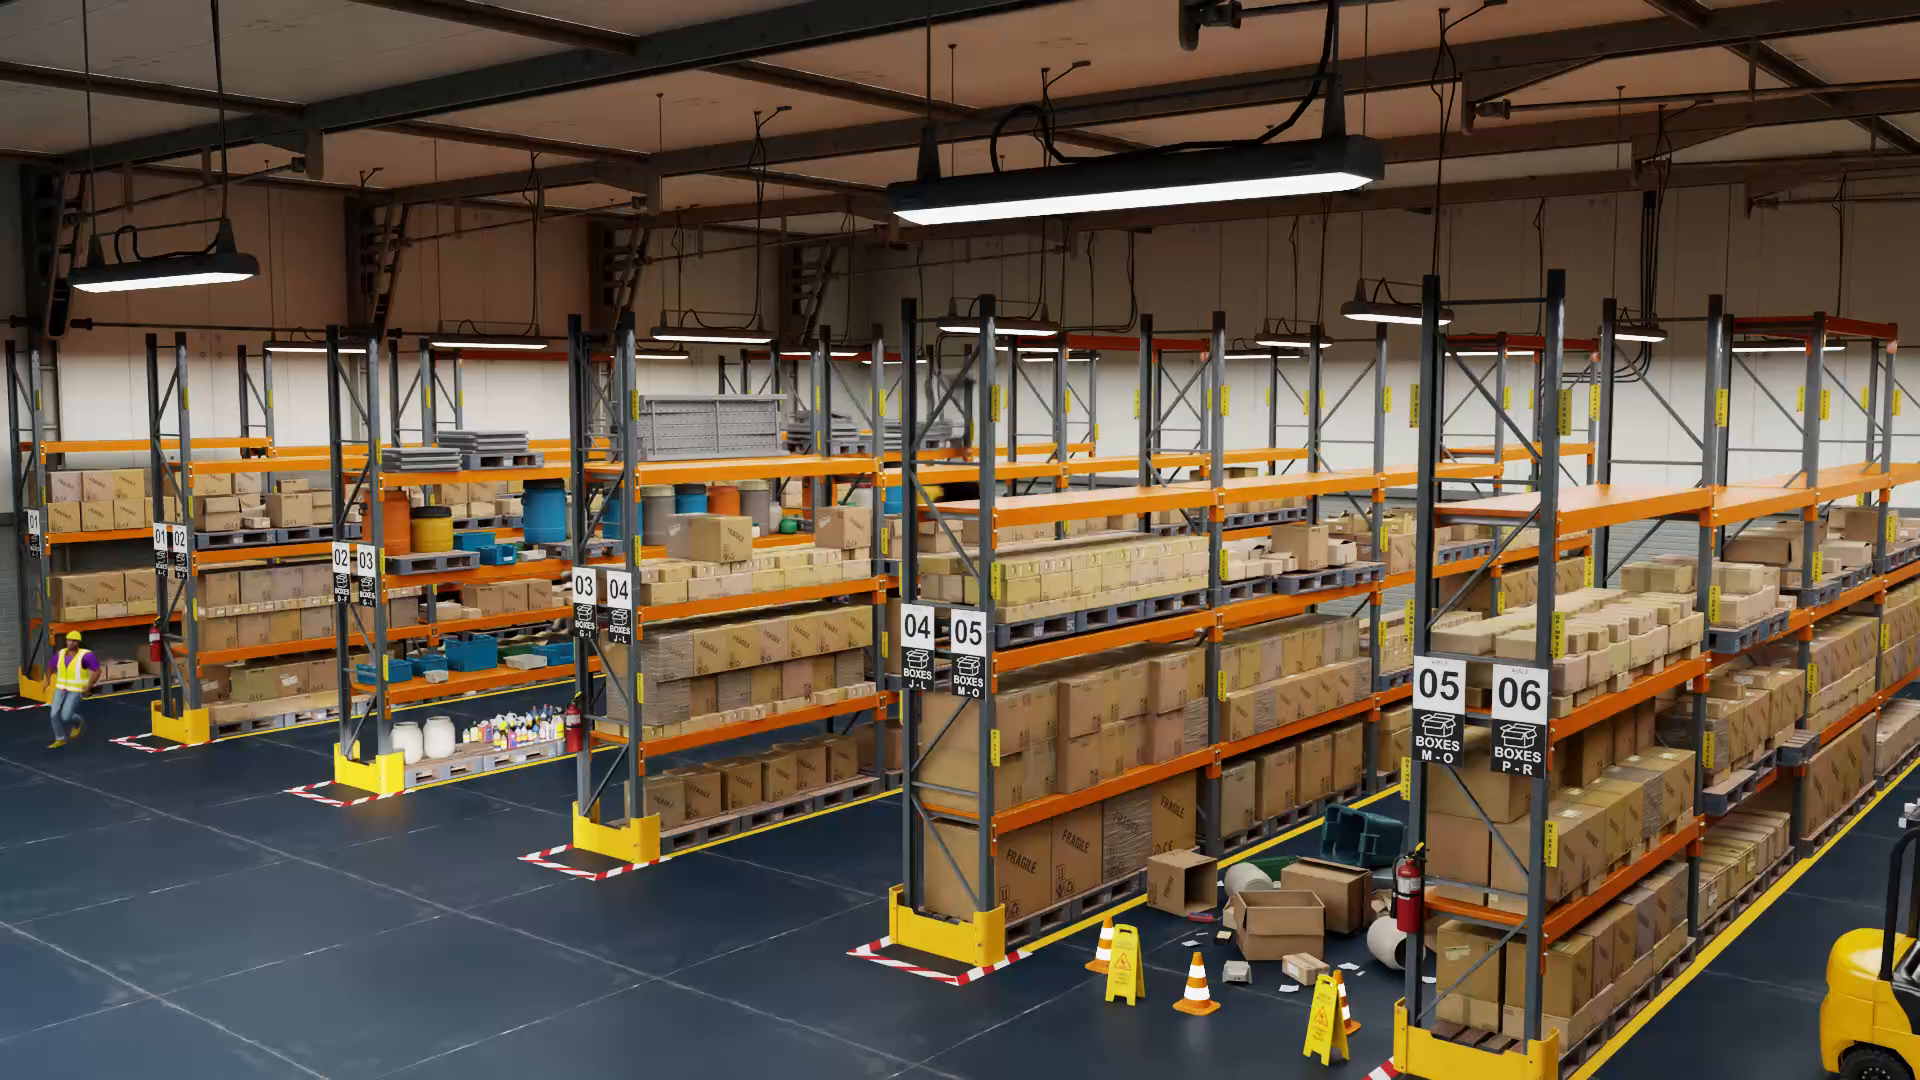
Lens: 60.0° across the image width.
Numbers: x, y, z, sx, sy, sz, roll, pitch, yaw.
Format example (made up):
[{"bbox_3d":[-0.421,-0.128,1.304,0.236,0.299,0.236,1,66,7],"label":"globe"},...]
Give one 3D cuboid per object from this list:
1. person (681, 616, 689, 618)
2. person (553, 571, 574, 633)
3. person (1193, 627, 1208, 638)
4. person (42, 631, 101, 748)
[{"bbox_3d":[-4.825,1.680,29.764,0.570,1.637,0.564,3,6,30],"label":"person"},{"bbox_3d":[-7.702,1.423,32.545,0.581,1.658,0.630,4,7,39],"label":"person"},{"bbox_3d":[3.636,2.093,25.157,0.585,1.656,0.604,3,6,33],"label":"person"},{"bbox_3d":[-12.882,2.155,24.125,0.749,1.700,0.553,0,5,2],"label":"person"}]
